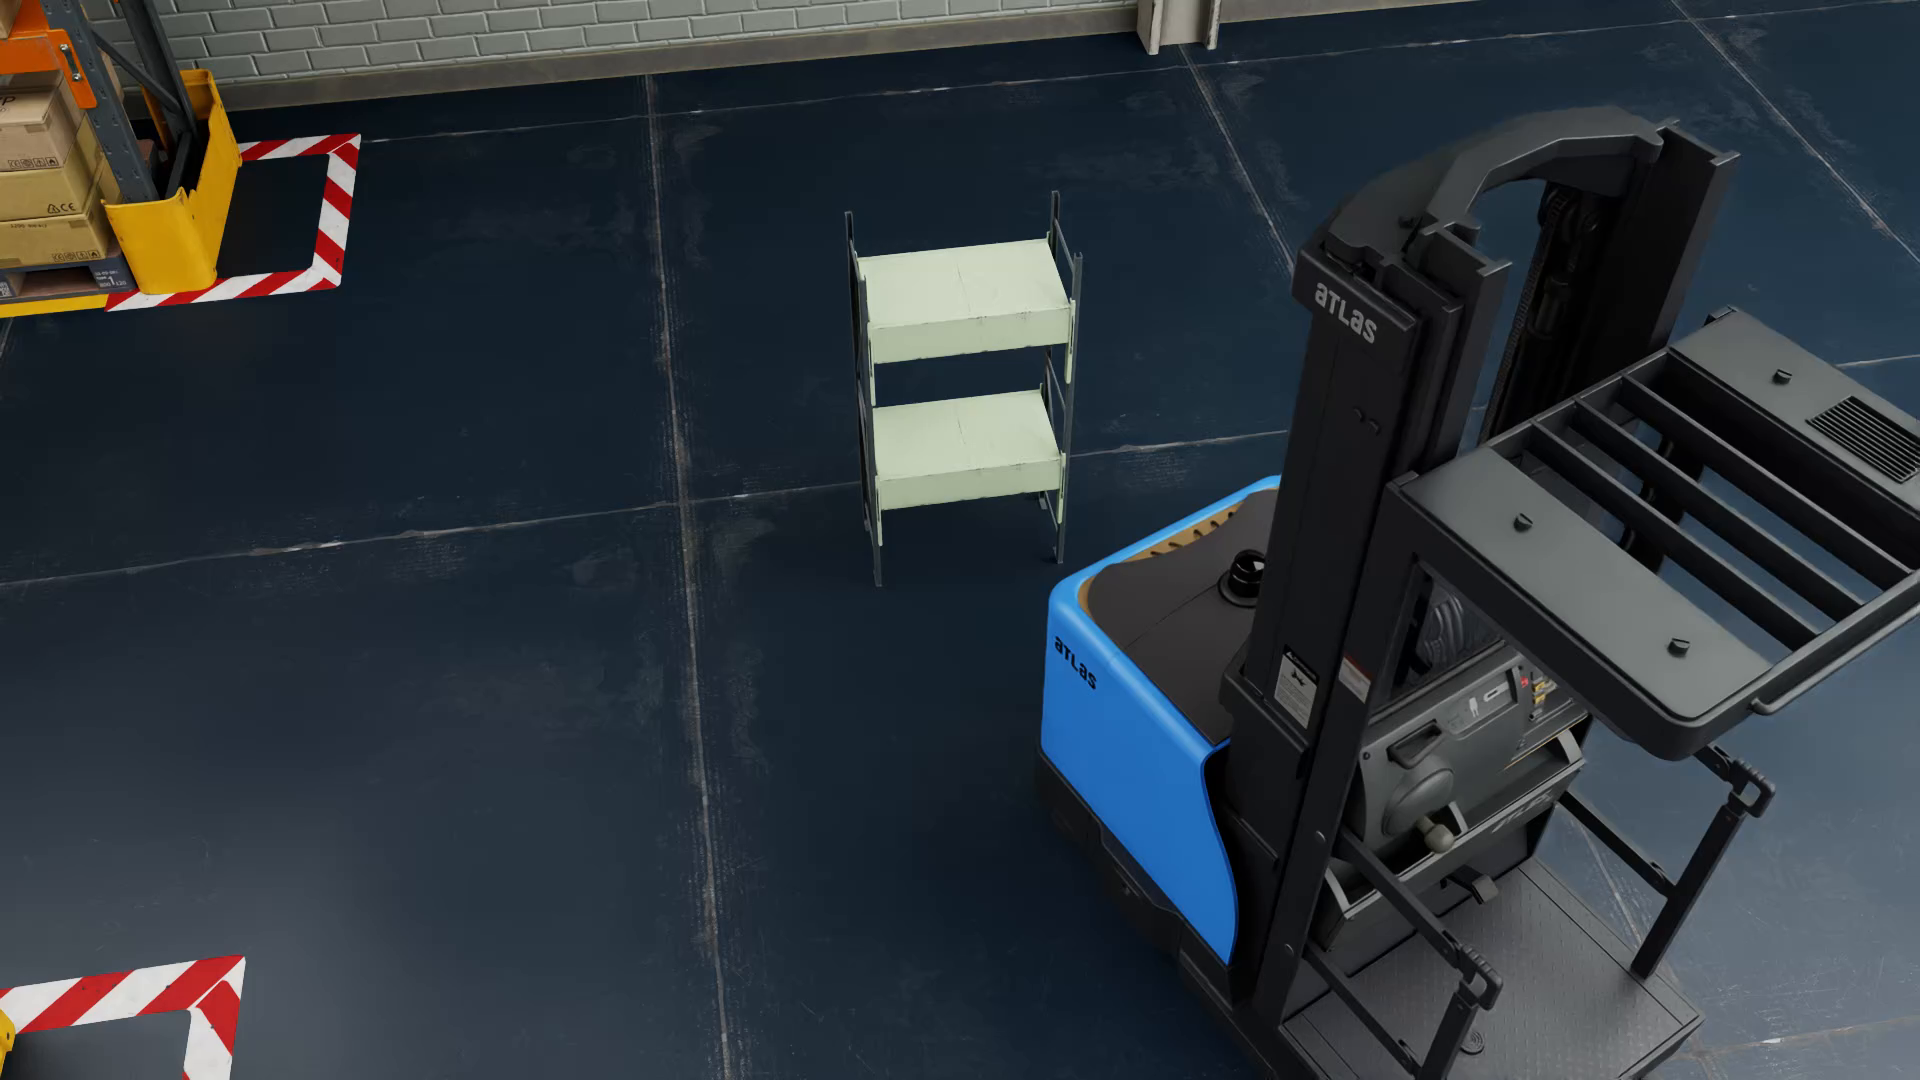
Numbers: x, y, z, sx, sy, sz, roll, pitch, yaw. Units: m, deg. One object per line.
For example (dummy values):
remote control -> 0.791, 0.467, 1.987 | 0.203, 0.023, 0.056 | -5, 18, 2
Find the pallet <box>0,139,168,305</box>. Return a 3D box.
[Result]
pallet -> -4.585, -1.532, 8.080 | 1.213, 0.211, 1.003 | -7, 46, -7

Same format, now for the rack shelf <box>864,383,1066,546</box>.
rack shelf -> 0.007, -0.295, 6.445 | 0.720, 0.370, 0.431 | -7, 46, -7

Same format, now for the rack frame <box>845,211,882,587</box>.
rack frame -> -0.354, -0.476, 6.167 | 0.023, 1.500, 0.400 | -7, 46, -7

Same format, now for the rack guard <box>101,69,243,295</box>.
rack guard -> -3.815, -1.759, 8.098 | 0.348, 0.500, 1.175 | -7, 46, -7

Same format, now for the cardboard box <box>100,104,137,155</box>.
cardboard box -> -4.356, -1.894, 8.109 | 0.500, 0.250, 0.500 | -7, 46, -7

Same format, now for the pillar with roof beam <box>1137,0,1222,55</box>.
pillar with roof beam -> 1.968, -2.941, 3.335 | 0.400, 9.000, 9.100 | -7, 46, -7

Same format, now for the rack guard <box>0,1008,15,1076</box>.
rack guard -> -3.064, 1.775, 4.693 | 0.348, 0.500, 1.175 | -7, 46, -7

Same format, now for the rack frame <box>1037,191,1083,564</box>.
rack frame -> 0.367, -0.566, 6.254 | 0.023, 1.500, 0.400 | -7, 46, -7

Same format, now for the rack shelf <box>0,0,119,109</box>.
rack shelf -> -5.810, -2.128, 7.217 | 4.000, 0.370, 1.077 | -7, 46, -7

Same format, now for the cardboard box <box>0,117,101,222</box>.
cardboard box -> -4.265, -1.707, 7.582 | 0.500, 0.250, 0.500 | -8, 47, -7

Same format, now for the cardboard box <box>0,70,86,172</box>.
cardboard box -> -4.239, -1.884, 7.406 | 0.500, 0.250, 0.500 | -6, 46, -5

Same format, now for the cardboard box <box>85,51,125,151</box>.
cardboard box -> -4.338, -2.078, 7.940 | 0.500, 0.250, 0.500 | -6, 46, -6

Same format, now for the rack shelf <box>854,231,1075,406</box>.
rack shelf -> 0.007, -0.792, 5.930 | 0.720, 0.370, 0.431 | -7, 46, -7

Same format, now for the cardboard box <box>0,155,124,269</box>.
cardboard box -> -4.248, -1.533, 7.762 | 0.500, 0.250, 0.500 | -7, 46, -7

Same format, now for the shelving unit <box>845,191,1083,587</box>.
shelving unit -> 0.007, -0.521, 6.211 | 0.755, 1.500, 0.431 | -7, 46, -7

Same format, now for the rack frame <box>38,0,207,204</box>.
rack frame -> -3.839, -2.623, 7.195 | 0.127, 3.000, 1.000 | -7, 46, -7

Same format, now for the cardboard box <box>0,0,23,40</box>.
cardboard box -> -4.279, -2.411, 6.921 | 0.500, 0.500, 0.500 | -8, 47, -8

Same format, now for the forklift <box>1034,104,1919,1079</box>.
forklift -> 1.491, 0.565, 4.170 | 1.130, 2.935, 3.031 | -26, 51, -23

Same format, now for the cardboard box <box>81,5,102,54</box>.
cardboard box -> -4.345, -2.237, 7.746 | 0.500, 0.250, 0.500 | -8, 47, -7
